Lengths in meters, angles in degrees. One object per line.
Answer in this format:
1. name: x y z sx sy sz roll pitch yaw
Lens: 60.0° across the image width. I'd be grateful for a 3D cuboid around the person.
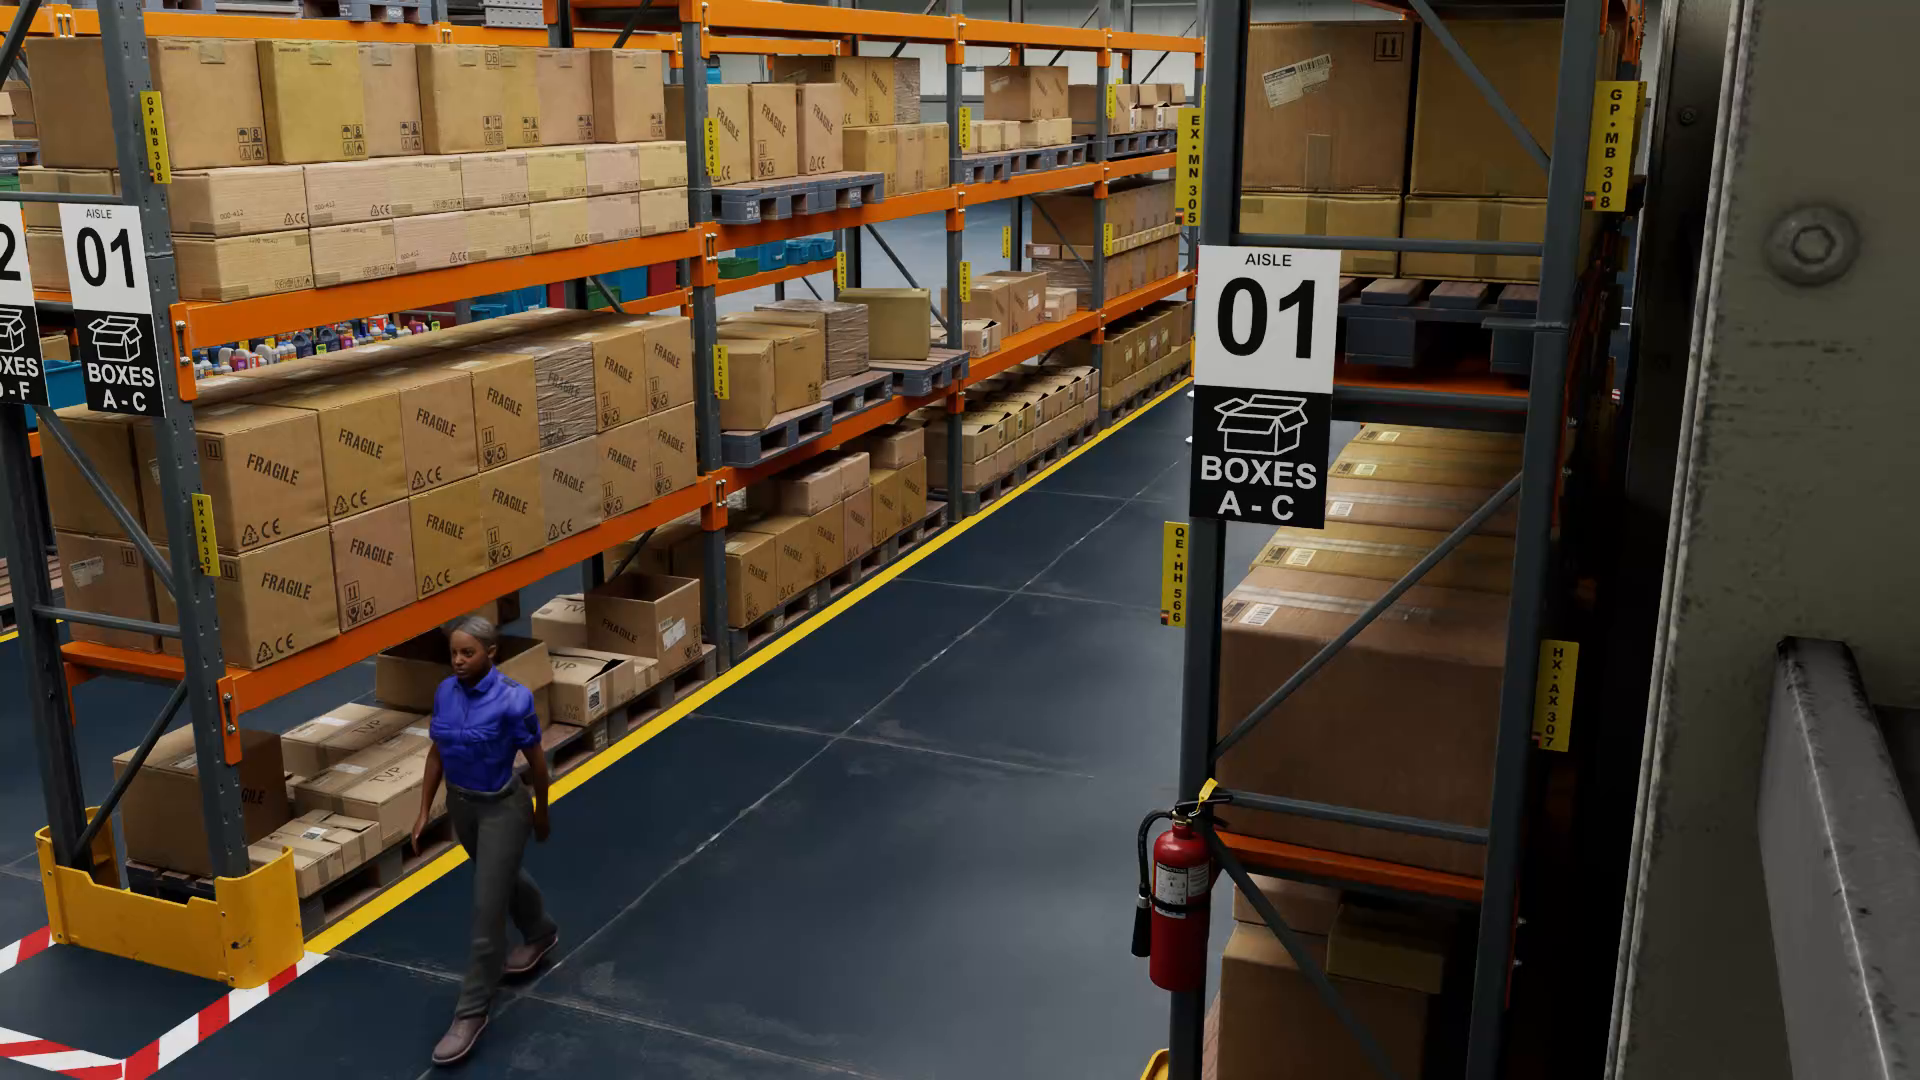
1. person: -1.884 1.038 6.592 0.460 1.541 0.767 7 17 24
